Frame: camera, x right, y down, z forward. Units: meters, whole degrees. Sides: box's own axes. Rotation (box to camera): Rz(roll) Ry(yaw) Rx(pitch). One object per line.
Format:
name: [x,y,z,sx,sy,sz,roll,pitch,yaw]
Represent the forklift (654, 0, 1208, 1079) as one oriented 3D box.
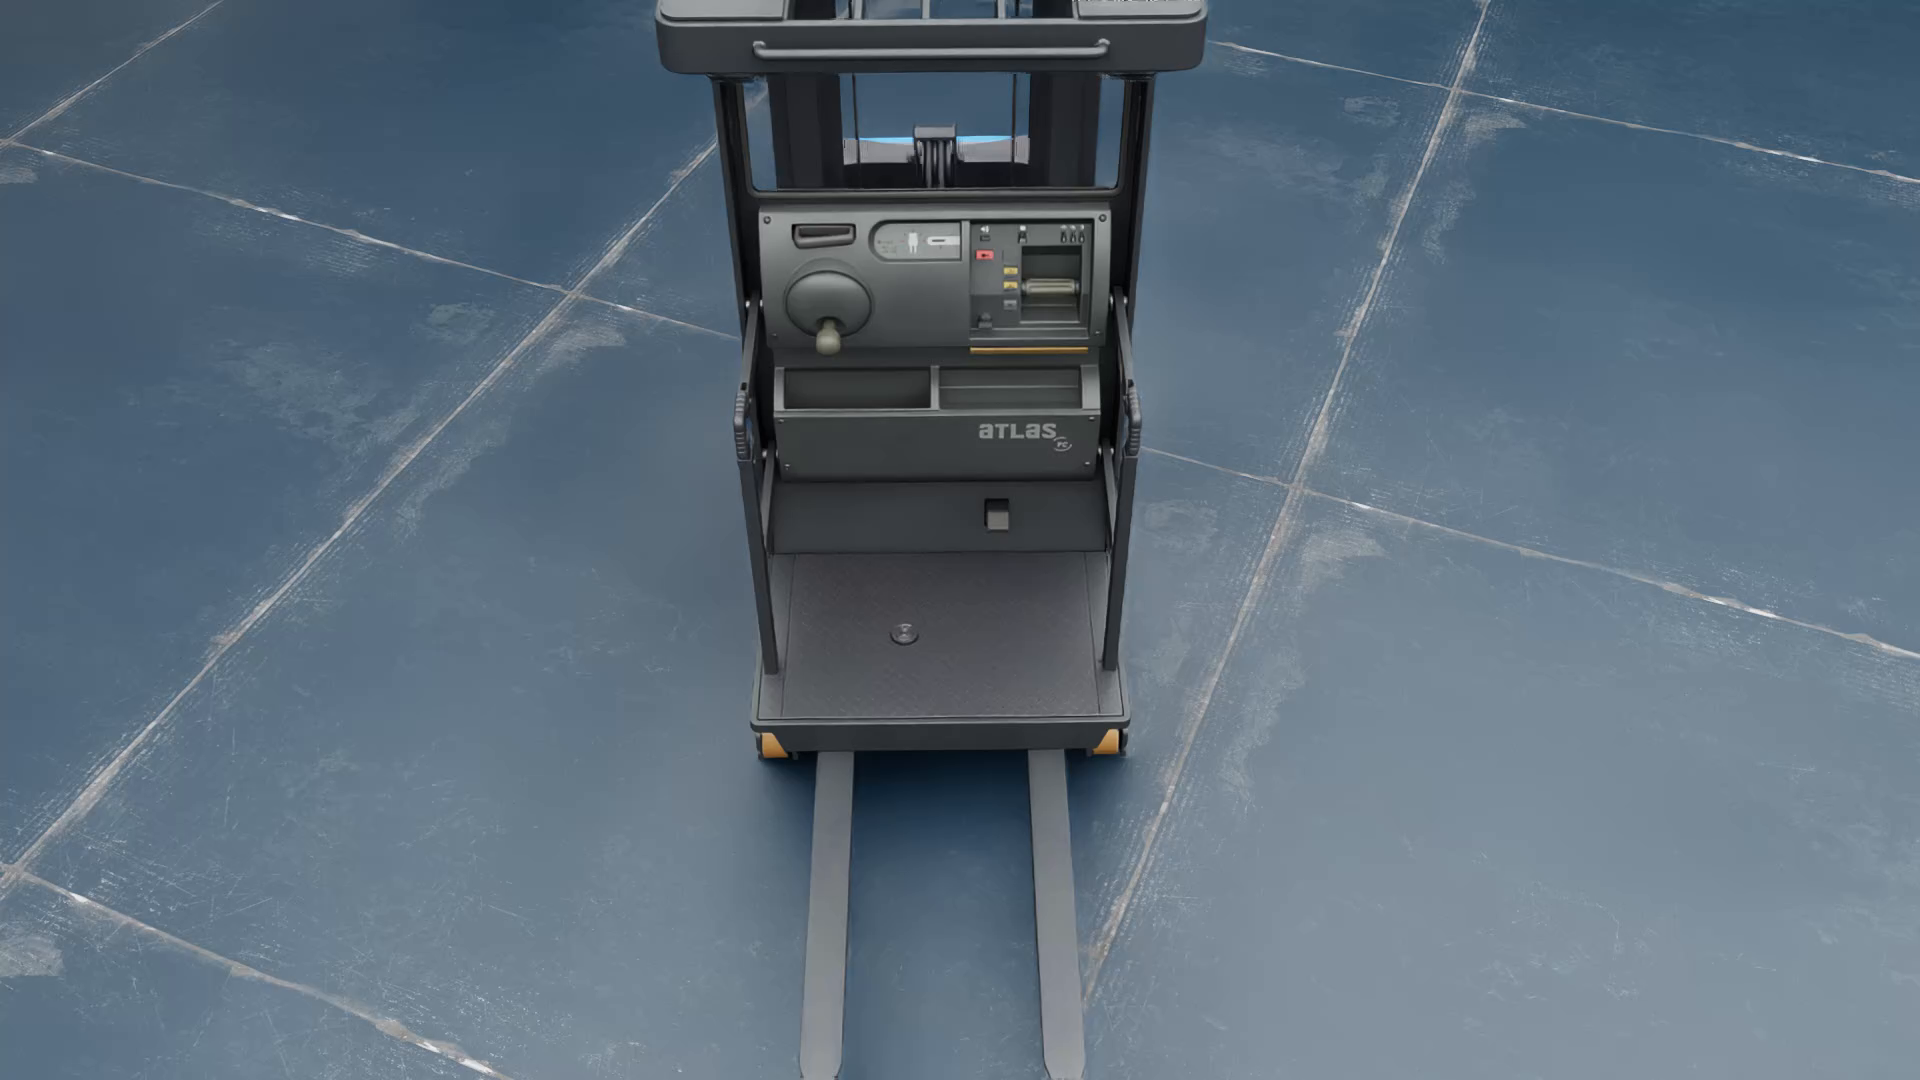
forklift: [-0.061,-0.602,4.277,1.130,2.935,3.031,-1,45,-1]
